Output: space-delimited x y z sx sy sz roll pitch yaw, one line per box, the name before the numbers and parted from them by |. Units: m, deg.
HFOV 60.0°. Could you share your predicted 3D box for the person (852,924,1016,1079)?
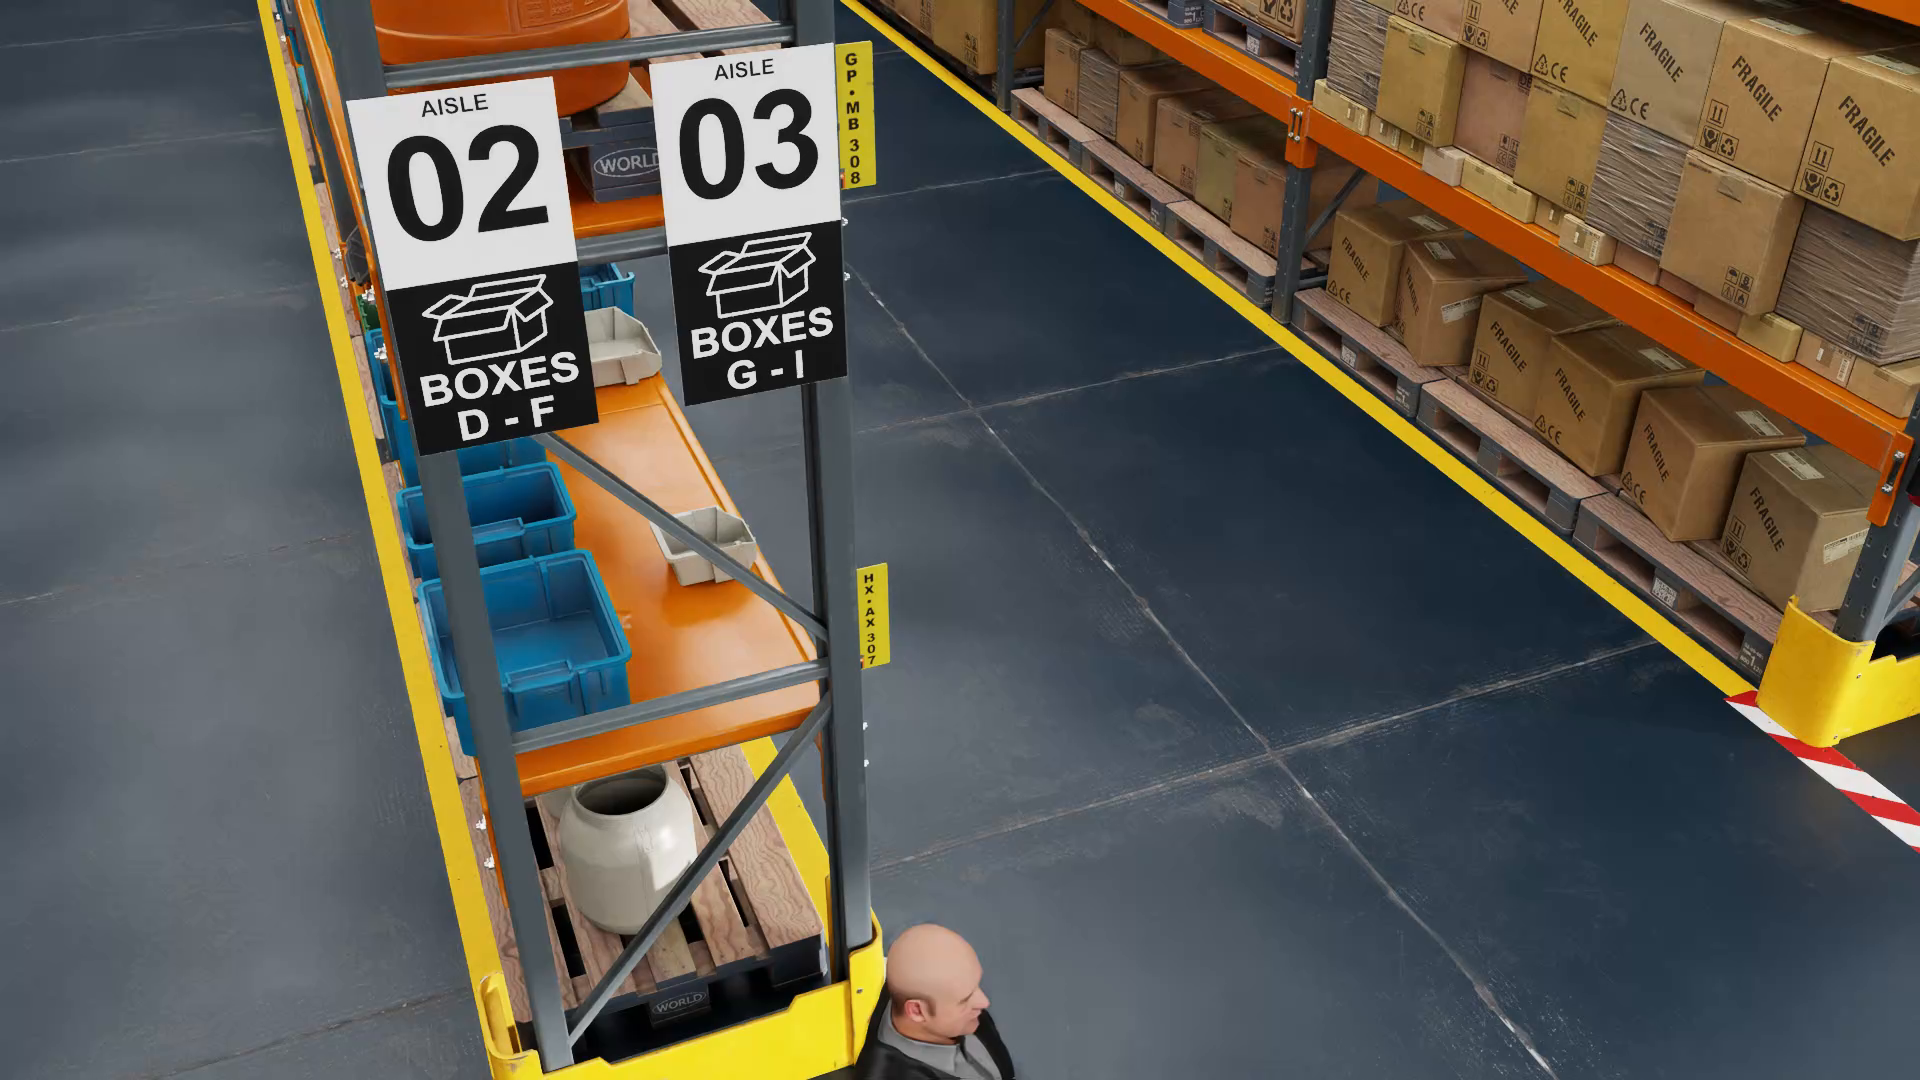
person | -0.046 1.533 3.790 0.369 1.723 0.561 6 34 9
